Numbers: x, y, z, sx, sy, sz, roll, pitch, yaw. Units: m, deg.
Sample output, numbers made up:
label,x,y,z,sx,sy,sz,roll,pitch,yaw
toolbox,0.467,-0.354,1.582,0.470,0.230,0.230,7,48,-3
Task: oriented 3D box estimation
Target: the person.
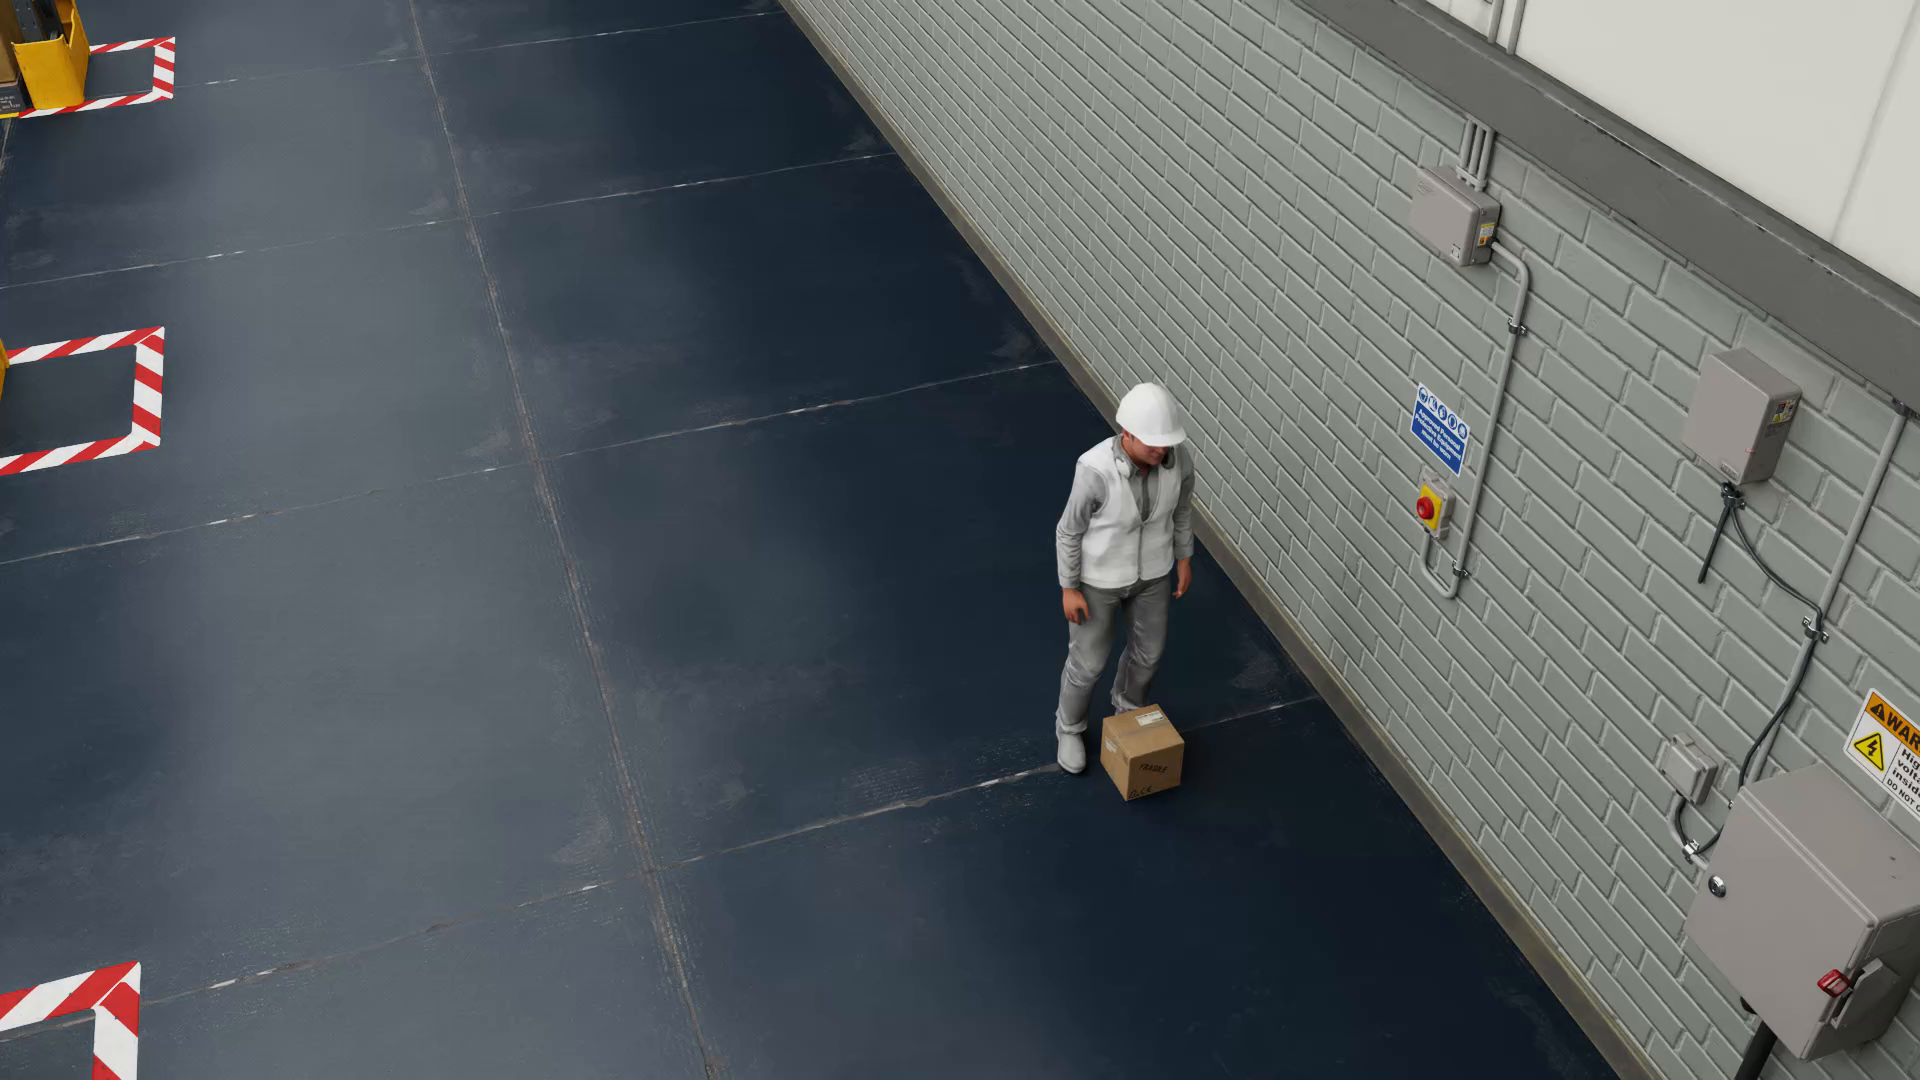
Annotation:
label,x,y,z,sx,sy,sz,roll,pitch,yaw
person,0.653,0.127,6.596,0.591,1.772,0.459,-14,40,-18
